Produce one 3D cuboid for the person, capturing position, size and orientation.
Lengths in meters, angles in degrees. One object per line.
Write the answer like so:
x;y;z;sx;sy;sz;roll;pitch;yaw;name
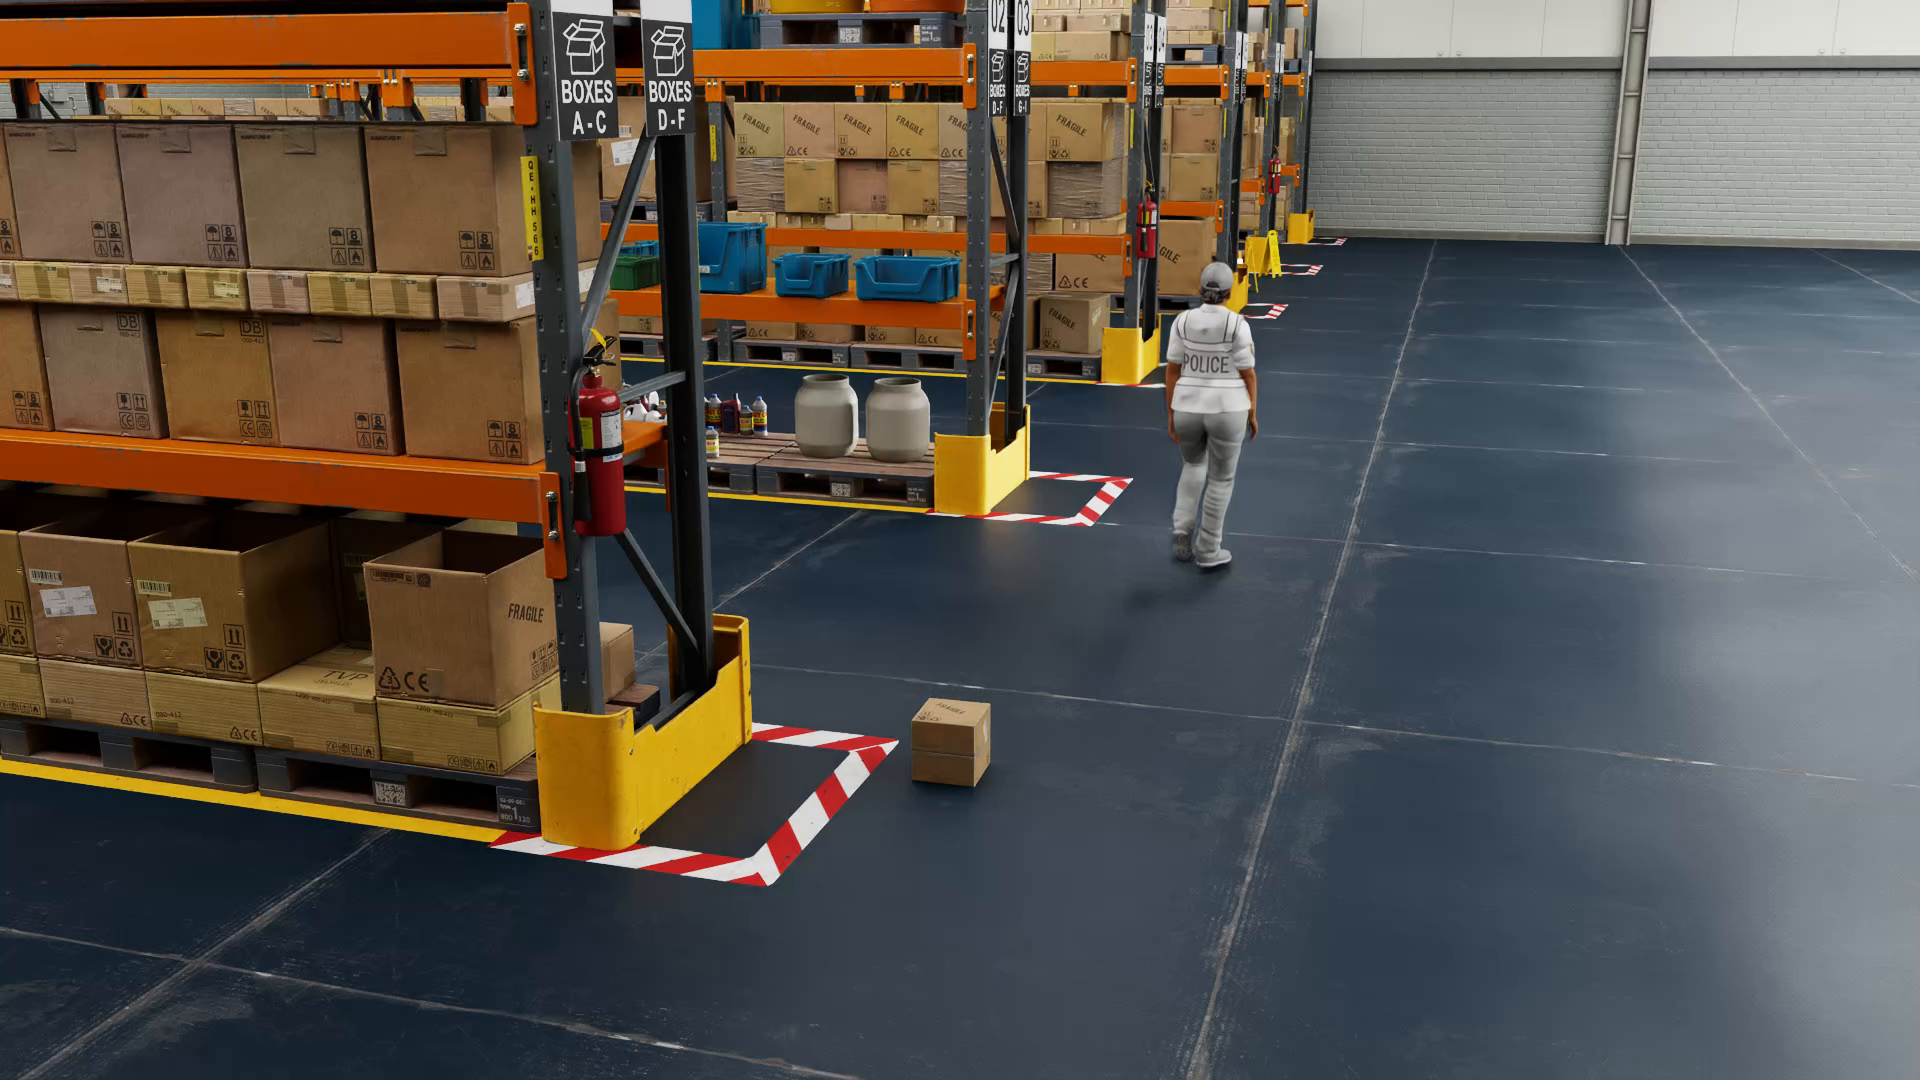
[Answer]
1.388;-0.667;9.074;0.477;1.694;0.468;9;17;29;person
